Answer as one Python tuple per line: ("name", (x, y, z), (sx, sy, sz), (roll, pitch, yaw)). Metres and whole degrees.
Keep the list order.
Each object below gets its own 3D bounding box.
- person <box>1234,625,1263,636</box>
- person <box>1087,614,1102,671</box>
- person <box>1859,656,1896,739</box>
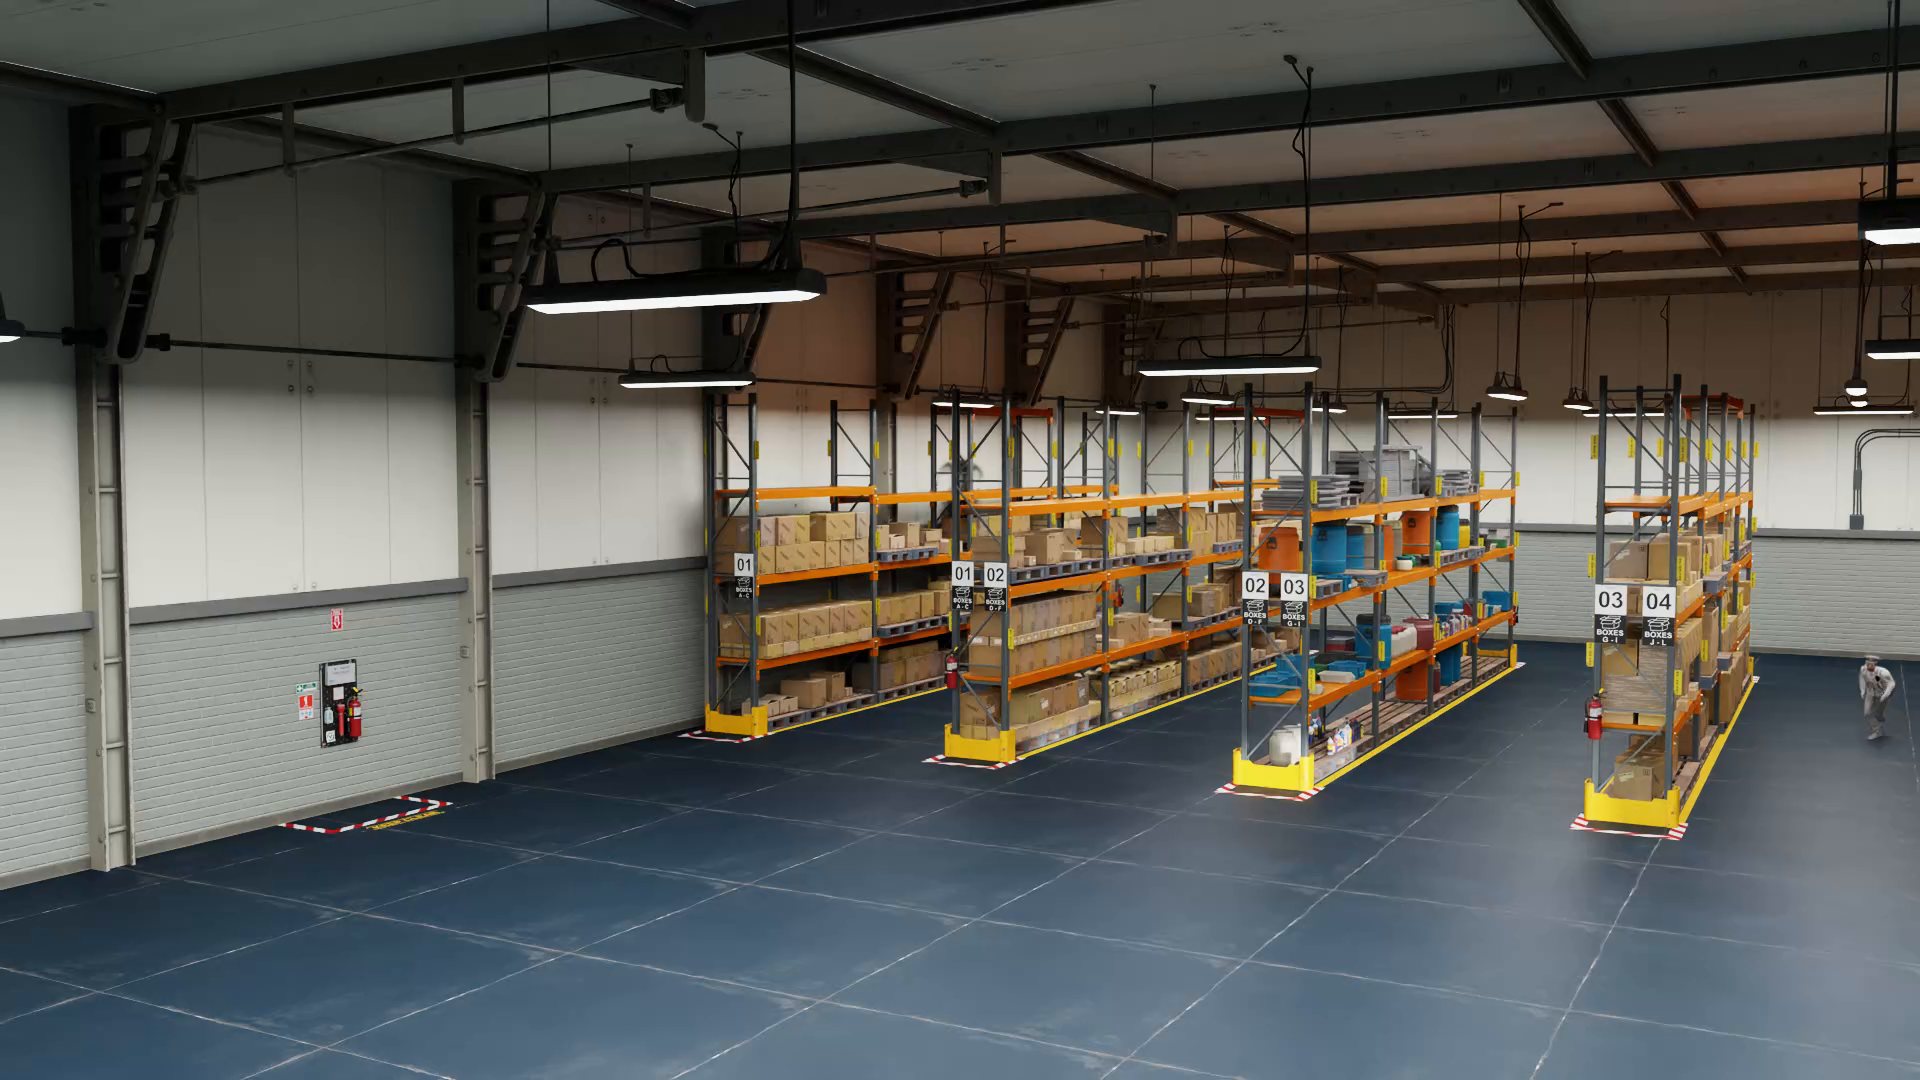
("person", (7.469, 1.836, 42.414), (1.056, 1.682, 0.692), (2, 4, 30))
("person", (2.923, 2.220, 36.435), (0.619, 1.689, 0.901), (2, 4, 34))
("person", (15.977, 2.721, 28.929), (0.986, 1.476, 0.616), (-3, 4, -44))
